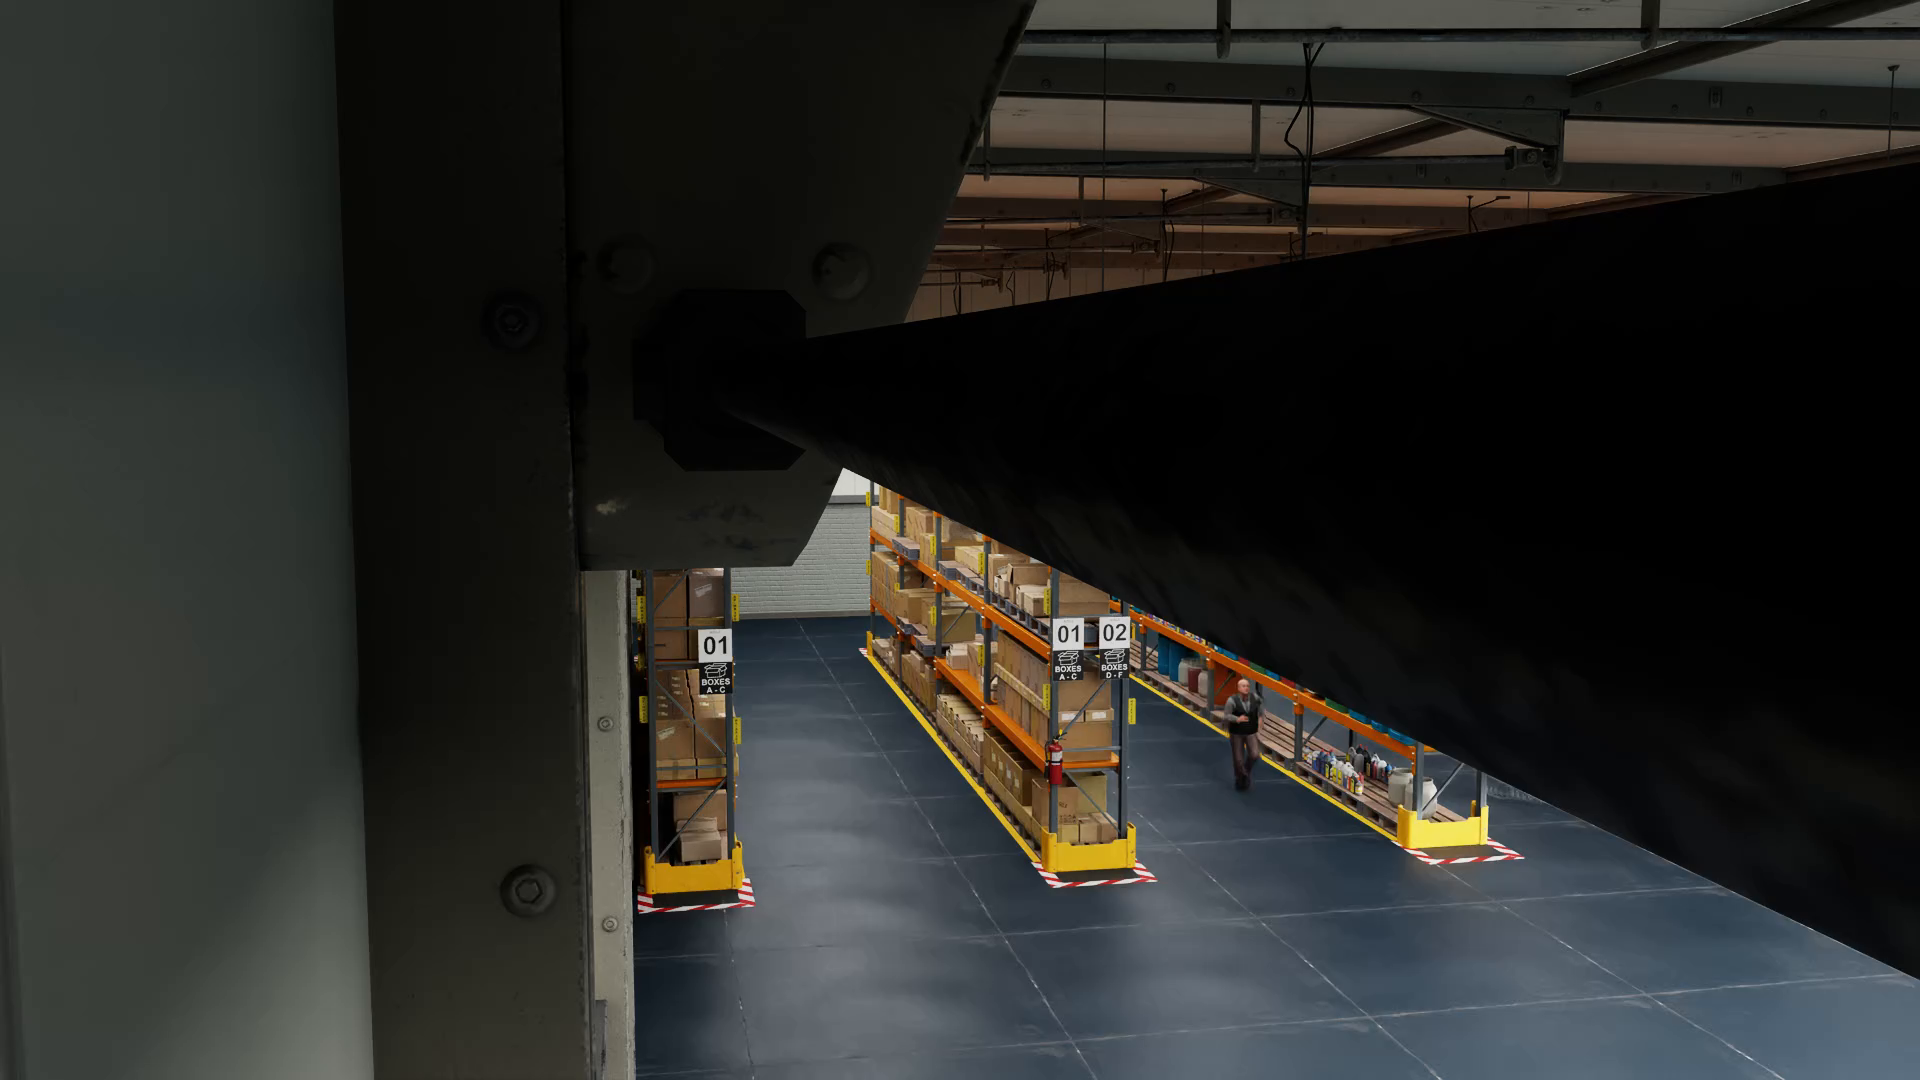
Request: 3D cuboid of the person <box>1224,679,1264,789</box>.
[{"bbox_3d":[4.244,2.887,24.768,0.687,1.670,0.776,-1,6,-7],"label":"person"}]
